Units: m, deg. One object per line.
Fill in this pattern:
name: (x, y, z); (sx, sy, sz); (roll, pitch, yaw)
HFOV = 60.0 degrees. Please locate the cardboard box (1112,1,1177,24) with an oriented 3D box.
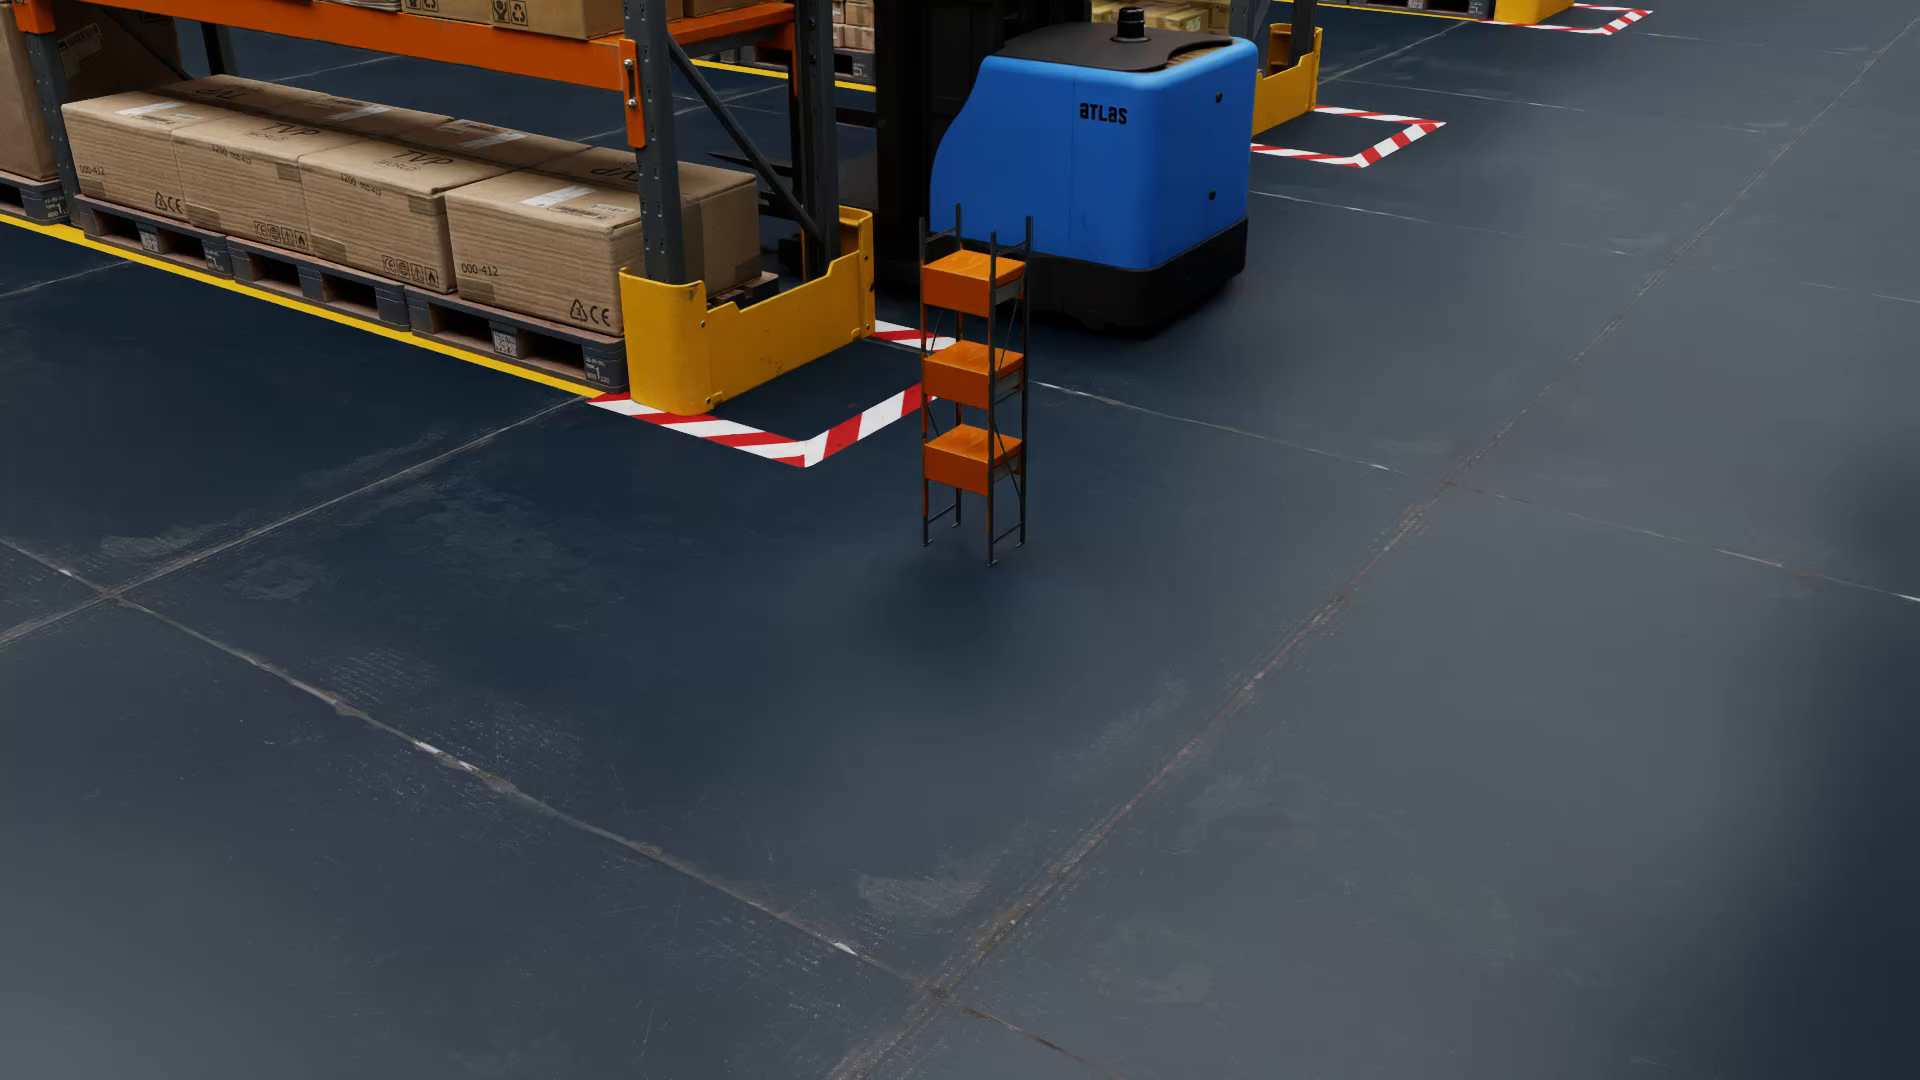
cardboard box: (1.144, -3.236, 10.325); (0.250, 0.149, 0.380); (18, 32, 31)

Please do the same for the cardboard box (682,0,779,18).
cardboard box: (-1.054, -2.325, 6.402); (0.500, 0.500, 0.500); (17, 32, 30)

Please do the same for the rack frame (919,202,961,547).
rack frame: (-0.056, -0.485, 5.046); (0.008, 1.050, 0.200); (17, 32, 30)

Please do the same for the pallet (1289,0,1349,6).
pallet: (3.085, -5.002, 14.846); (1.213, 0.211, 1.003); (17, 32, 30)

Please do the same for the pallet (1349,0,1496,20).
pallet: (4.087, -4.689, 14.230); (1.213, 0.211, 1.003); (17, 32, 30)

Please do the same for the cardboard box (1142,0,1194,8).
cardboard box: (1.364, -3.396, 10.640); (0.250, 0.149, 0.380); (18, 32, 31)

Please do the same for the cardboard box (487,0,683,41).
cardboard box: (-1.368, -2.120, 5.998); (0.500, 0.500, 0.500); (18, 32, 31)

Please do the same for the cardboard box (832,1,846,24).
cardboard box: (-0.800, -3.710, 11.585); (0.250, 0.149, 0.380); (17, 32, 30)

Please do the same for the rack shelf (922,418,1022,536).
rack shelf: (0.044, -0.197, 5.116); (0.240, 0.259, 0.215); (17, 32, 30)

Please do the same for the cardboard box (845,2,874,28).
cardboard box: (-0.579, -3.640, 11.447); (0.250, 0.149, 0.380); (16, 31, 28)

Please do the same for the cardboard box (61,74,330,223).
cardboard box: (-3.661, -1.921, 8.080); (0.875, 0.438, 0.875); (17, 31, 30)

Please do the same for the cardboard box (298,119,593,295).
cardboard box: (-2.180, -1.460, 7.173); (0.875, 0.438, 0.875); (18, 32, 32)

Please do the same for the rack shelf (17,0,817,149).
rack shelf: (-2.469, -2.243, 7.144); (4.000, 0.370, 1.077); (17, 32, 30)

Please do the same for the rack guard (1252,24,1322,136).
rack guard: (1.836, -2.832, 10.264); (0.348, 0.500, 1.175); (17, 32, 30)

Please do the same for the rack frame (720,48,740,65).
rack frame: (-1.399, -4.954, 11.677); (0.127, 3.000, 1.000); (17, 32, 30)

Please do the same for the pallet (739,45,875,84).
pallet: (-0.825, -3.552, 11.997); (1.213, 0.211, 1.003); (17, 32, 30)

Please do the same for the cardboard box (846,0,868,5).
cardboard box: (-0.574, -3.772, 11.379); (0.250, 0.149, 0.380); (16, 31, 29)

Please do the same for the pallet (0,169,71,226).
pallet: (-4.797, -2.005, 8.956); (1.213, 0.211, 1.003); (17, 32, 30)

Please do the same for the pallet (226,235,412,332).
pallet: (-2.526, -1.297, 7.566); (1.213, 0.211, 1.003); (17, 32, 30)

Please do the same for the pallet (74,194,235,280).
pallet: (-3.535, -1.610, 8.181); (1.213, 0.211, 1.003); (17, 32, 30)

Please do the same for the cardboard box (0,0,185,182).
cardboard box: (-4.674, -2.447, 8.631); (0.875, 0.875, 0.875); (18, 32, 32)

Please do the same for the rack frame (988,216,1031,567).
rack frame: (0.145, -0.423, 4.923); (0.008, 1.050, 0.200); (17, 32, 30)

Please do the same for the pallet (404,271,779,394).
pallet: (-1.524, -0.984, 6.950); (1.213, 0.211, 1.003); (17, 32, 30)

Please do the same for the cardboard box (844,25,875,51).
cardboard box: (-0.589, -3.498, 11.496); (0.250, 0.149, 0.380); (17, 31, 29)

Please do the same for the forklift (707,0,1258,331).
forklift: (-0.227, -2.669, 7.263); (3.031, 2.935, 1.130); (17, 31, 29)

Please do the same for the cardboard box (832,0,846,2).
cardboard box: (-0.802, -3.830, 11.494); (0.250, 0.149, 0.380); (17, 31, 30)

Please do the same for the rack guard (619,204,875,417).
rack guard: (-0.801, -0.930, 6.526); (0.348, 0.500, 1.175); (17, 32, 30)

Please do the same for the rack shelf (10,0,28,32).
rack shelf: (-5.766, -3.270, 9.162); (4.000, 0.370, 1.077); (17, 32, 30)

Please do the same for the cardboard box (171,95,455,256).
cardboard box: (-2.923, -1.692, 7.629); (0.875, 0.438, 0.875); (16, 31, 29)

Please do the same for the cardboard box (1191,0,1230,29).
cardboard box: (1.659, -3.370, 10.589); (0.250, 0.149, 0.380); (16, 31, 28)

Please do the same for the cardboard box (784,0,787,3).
cardboard box: (-1.022, -3.759, 11.682); (0.250, 0.149, 0.380); (18, 32, 31)

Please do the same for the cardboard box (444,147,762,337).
cardboard box: (-1.421, -1.228, 6.717); (0.875, 0.438, 0.875); (16, 31, 29)

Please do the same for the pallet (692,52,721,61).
pallet: (-2.041, -3.911, 12.702); (1.213, 0.211, 1.003); (17, 32, 30)

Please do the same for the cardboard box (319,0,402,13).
cardboard box: (-2.203, -2.383, 6.515); (0.500, 0.500, 0.500); (18, 32, 32)

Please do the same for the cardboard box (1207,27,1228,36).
cardboard box: (1.612, -3.207, 10.596); (0.250, 0.149, 0.380); (19, 32, 32)

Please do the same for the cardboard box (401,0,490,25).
cardboard box: (-1.773, -2.254, 6.262); (0.500, 0.500, 0.500); (17, 31, 29)

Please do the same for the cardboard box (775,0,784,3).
cardboard box: (-1.281, -3.790, 11.743); (0.250, 0.149, 0.380); (19, 33, 33)

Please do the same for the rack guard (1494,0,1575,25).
rack guard: (4.810, -4.635, 13.807); (0.348, 0.500, 1.175); (17, 32, 30)

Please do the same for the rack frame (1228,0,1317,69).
rack frame: (1.899, -3.927, 9.659); (0.127, 3.000, 1.000); (17, 32, 30)

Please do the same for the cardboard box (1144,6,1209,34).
cardboard box: (1.319, -3.150, 10.156); (0.250, 0.149, 0.380); (18, 32, 31)

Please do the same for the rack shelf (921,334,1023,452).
rack shelf: (0.044, -0.445, 4.990); (0.240, 0.259, 0.215); (17, 32, 30)

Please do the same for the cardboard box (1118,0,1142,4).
cardboard box: (1.229, -3.509, 10.861); (0.250, 0.149, 0.380); (17, 32, 30)

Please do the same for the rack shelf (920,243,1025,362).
rack shelf: (0.044, -0.698, 4.861); (0.240, 0.259, 0.215); (17, 32, 30)

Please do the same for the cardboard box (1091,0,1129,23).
cardboard box: (0.859, -3.255, 10.363); (0.250, 0.149, 0.380); (17, 31, 29)

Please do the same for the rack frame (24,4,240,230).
rack frame: (-4.118, -3.077, 7.990); (0.127, 3.000, 1.000); (17, 32, 30)

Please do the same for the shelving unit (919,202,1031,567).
shelving unit: (0.044, -0.454, 4.985); (0.252, 1.050, 0.215); (17, 32, 30)

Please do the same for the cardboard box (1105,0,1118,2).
cardboard box: (0.977, -3.541, 10.926); (0.250, 0.149, 0.380); (16, 31, 28)

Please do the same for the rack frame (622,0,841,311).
rack frame: (-0.821, -2.050, 5.972); (0.127, 3.000, 1.000); (17, 32, 30)

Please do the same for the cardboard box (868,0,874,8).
cardboard box: (-0.411, -3.676, 11.191); (0.250, 0.149, 0.380); (18, 32, 31)

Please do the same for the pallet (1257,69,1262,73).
pallet: (1.186, -2.925, 10.766); (1.213, 0.211, 1.003); (17, 32, 30)

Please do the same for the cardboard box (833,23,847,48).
cardboard box: (-0.827, -3.544, 11.587); (0.250, 0.149, 0.380); (17, 32, 30)
